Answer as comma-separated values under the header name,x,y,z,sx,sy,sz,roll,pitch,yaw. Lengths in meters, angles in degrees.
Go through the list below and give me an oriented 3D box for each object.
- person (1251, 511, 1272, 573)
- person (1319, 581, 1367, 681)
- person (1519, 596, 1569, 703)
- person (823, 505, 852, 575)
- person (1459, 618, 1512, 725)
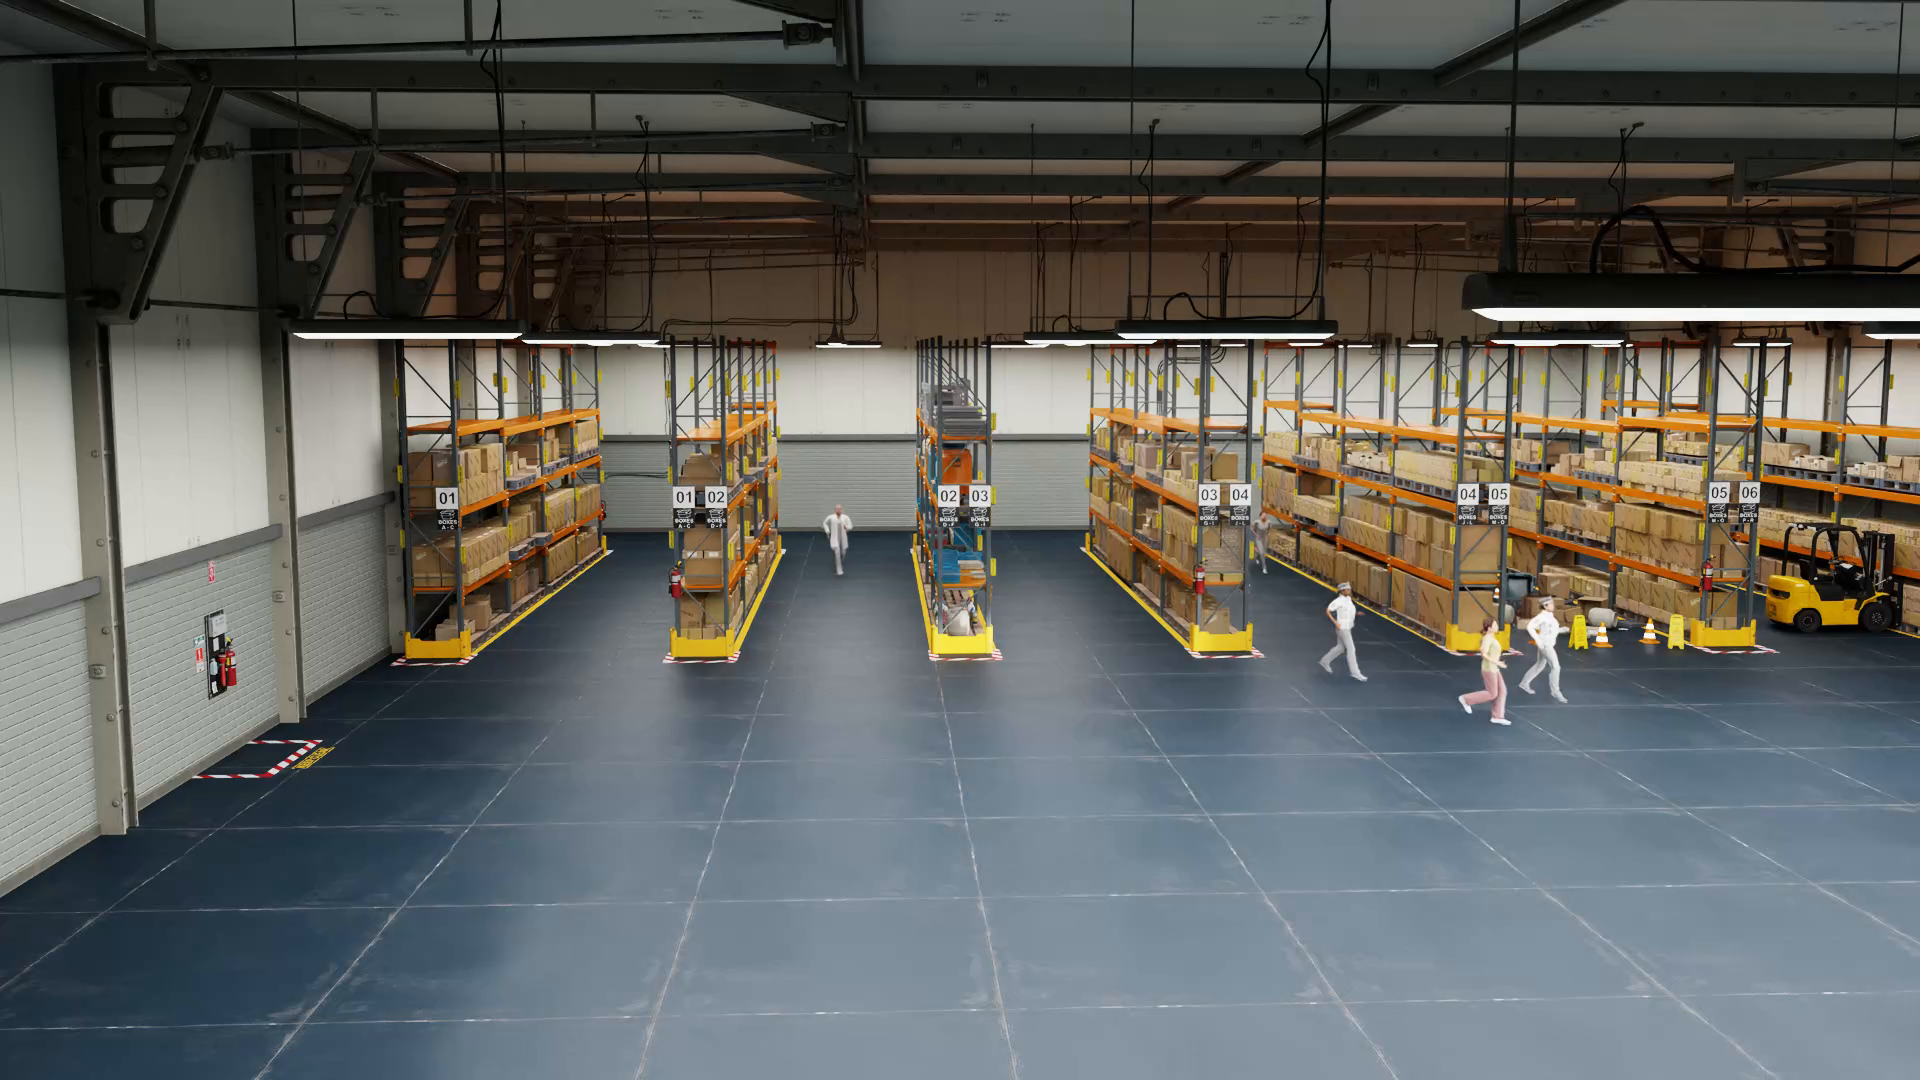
name,x,y,z,sx,sy,sz,roll,pitch,yaw
person,7.836,0.028,43.351,0.562,1.648,0.810,0,6,-1
person,6.711,1.561,29.091,0.926,1.701,0.570,4,8,33
person,9.614,1.772,27.350,0.808,1.741,0.587,4,7,29
person,-3.119,-0.027,42.705,0.710,1.754,1.054,-2,7,-16
person,8.116,2.014,25.624,0.791,1.654,0.579,2,7,20
